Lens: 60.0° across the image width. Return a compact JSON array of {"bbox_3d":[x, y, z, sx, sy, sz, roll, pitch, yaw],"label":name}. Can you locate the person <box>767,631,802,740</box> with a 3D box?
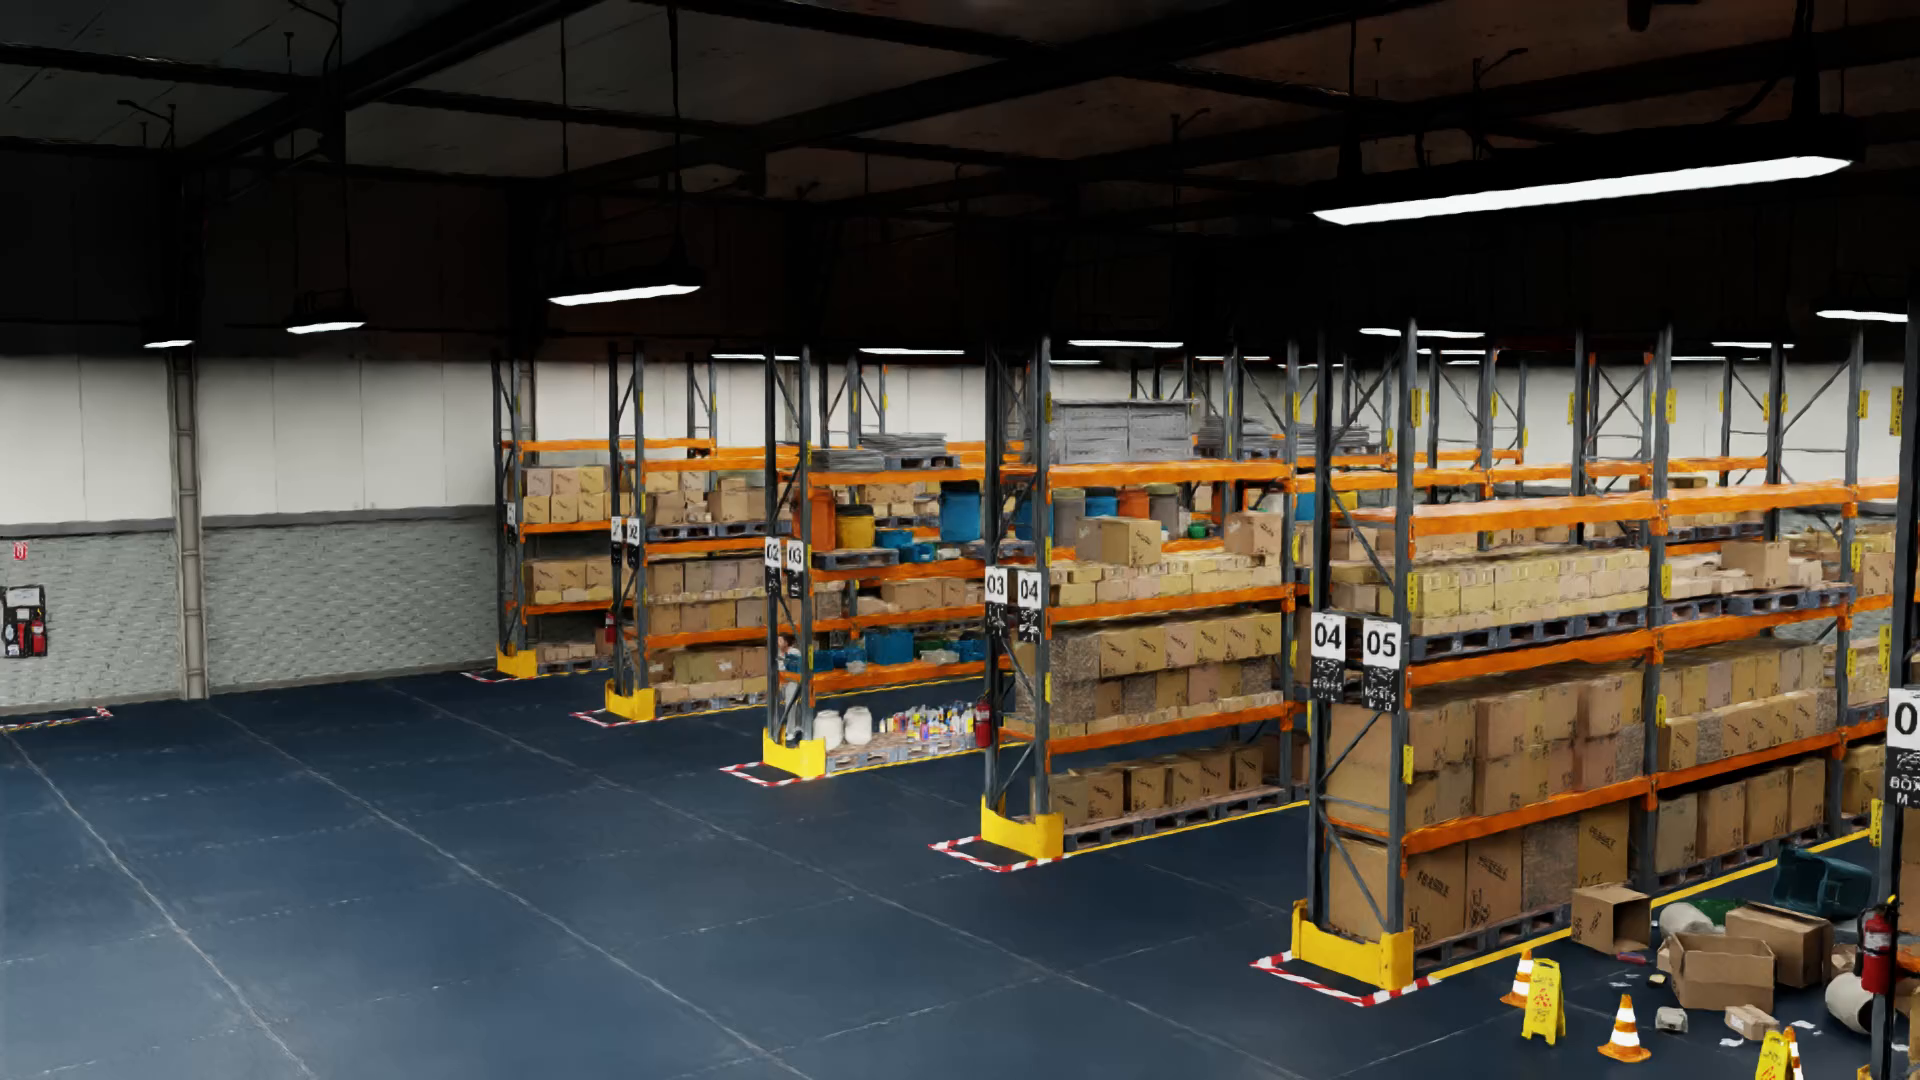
[{"bbox_3d":[-2.536,2.155,25.046,0.609,1.601,0.817,4,6,36],"label":"person"}]
